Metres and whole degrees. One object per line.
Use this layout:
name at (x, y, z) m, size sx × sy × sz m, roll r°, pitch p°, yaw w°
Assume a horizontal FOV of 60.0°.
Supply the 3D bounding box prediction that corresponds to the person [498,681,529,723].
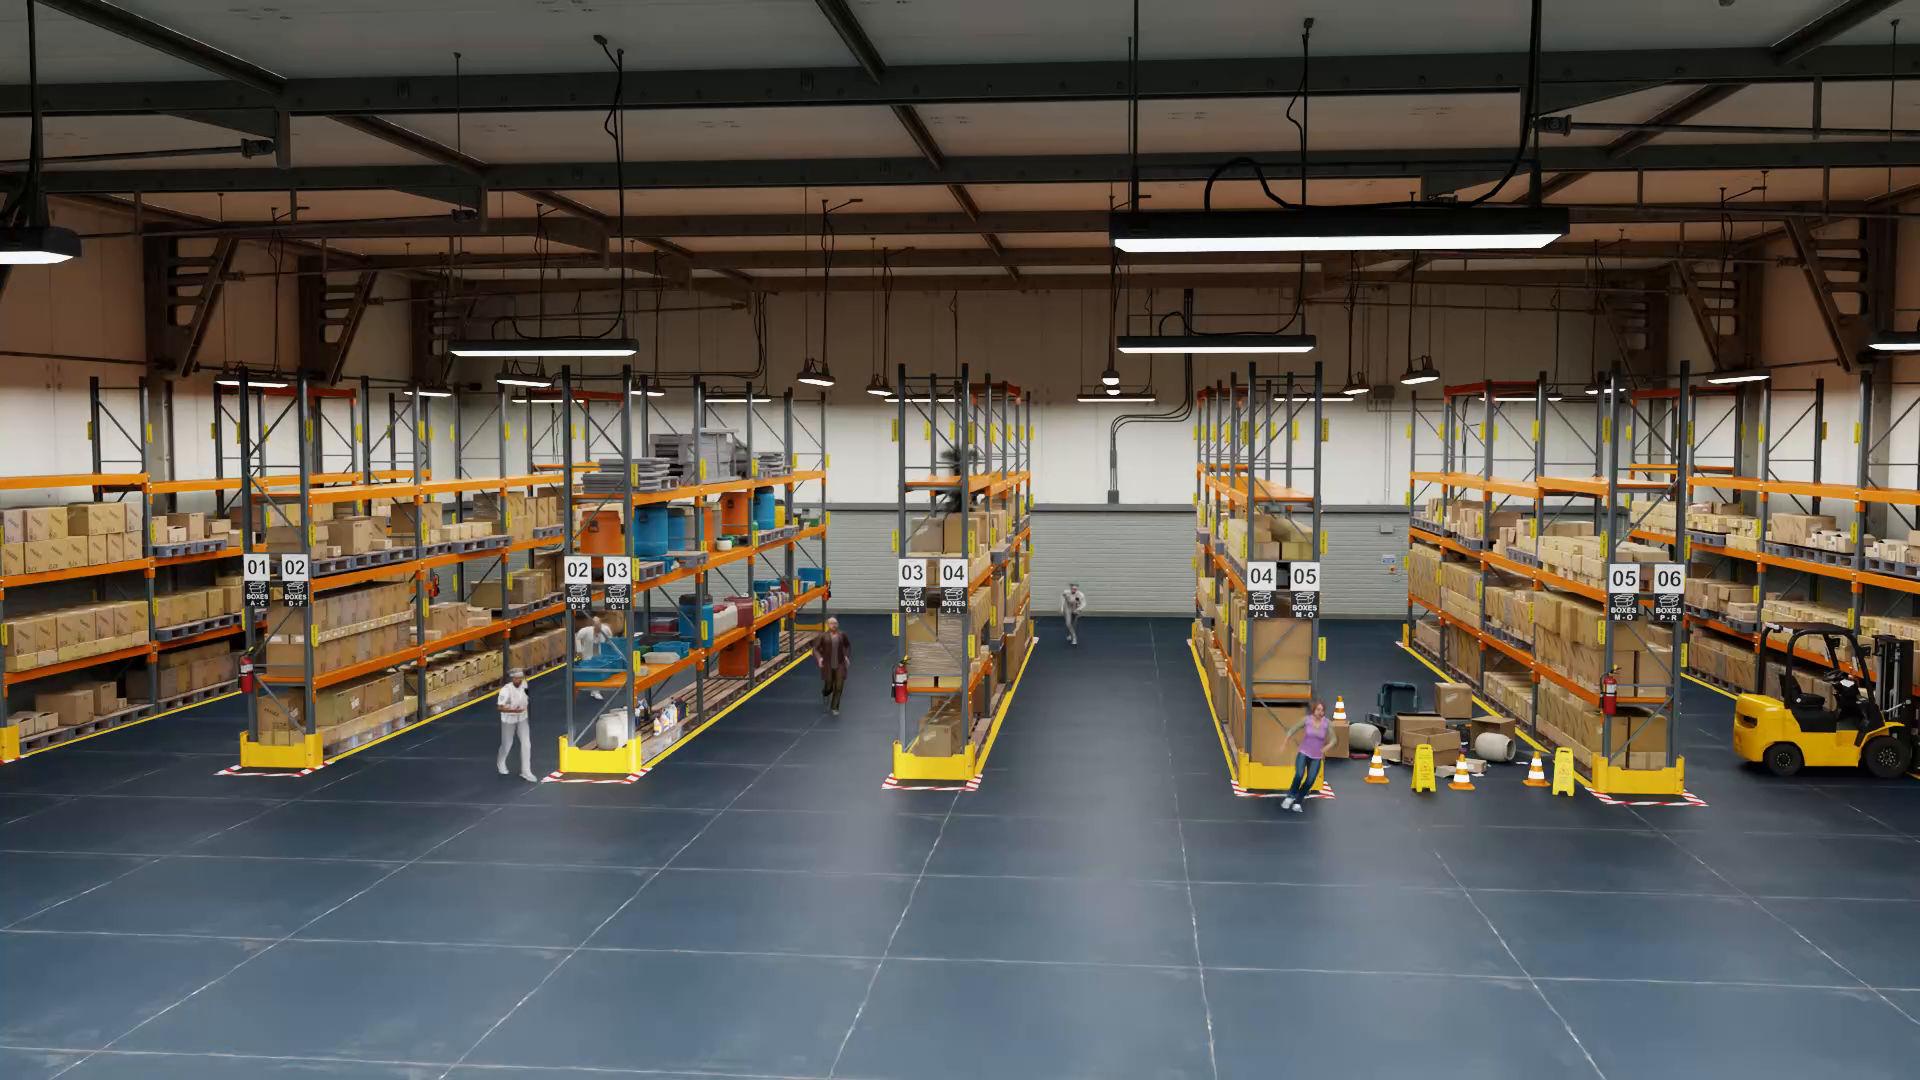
person at (-6.440, 2.326, 23.982) m, size 0.535 × 0.612 × 0.410 m, roll -3°, pitch 5°, yaw -40°

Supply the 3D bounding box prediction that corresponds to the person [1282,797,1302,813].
person at (4.393, 3.473, 22.070) m, size 0.282 × 0.283 × 0.278 m, roll 0°, pitch 4°, yaw -1°

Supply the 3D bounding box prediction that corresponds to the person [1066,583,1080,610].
person at (2.683, 1.357, 39.306) m, size 0.362 × 0.723 × 0.525 m, roll 0°, pitch 4°, yaw 5°

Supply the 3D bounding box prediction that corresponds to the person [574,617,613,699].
person at (-6.914, 2.207, 31.378) m, size 0.732 × 1.587 × 0.939 m, roll -1°, pitch 4°, yaw -15°
